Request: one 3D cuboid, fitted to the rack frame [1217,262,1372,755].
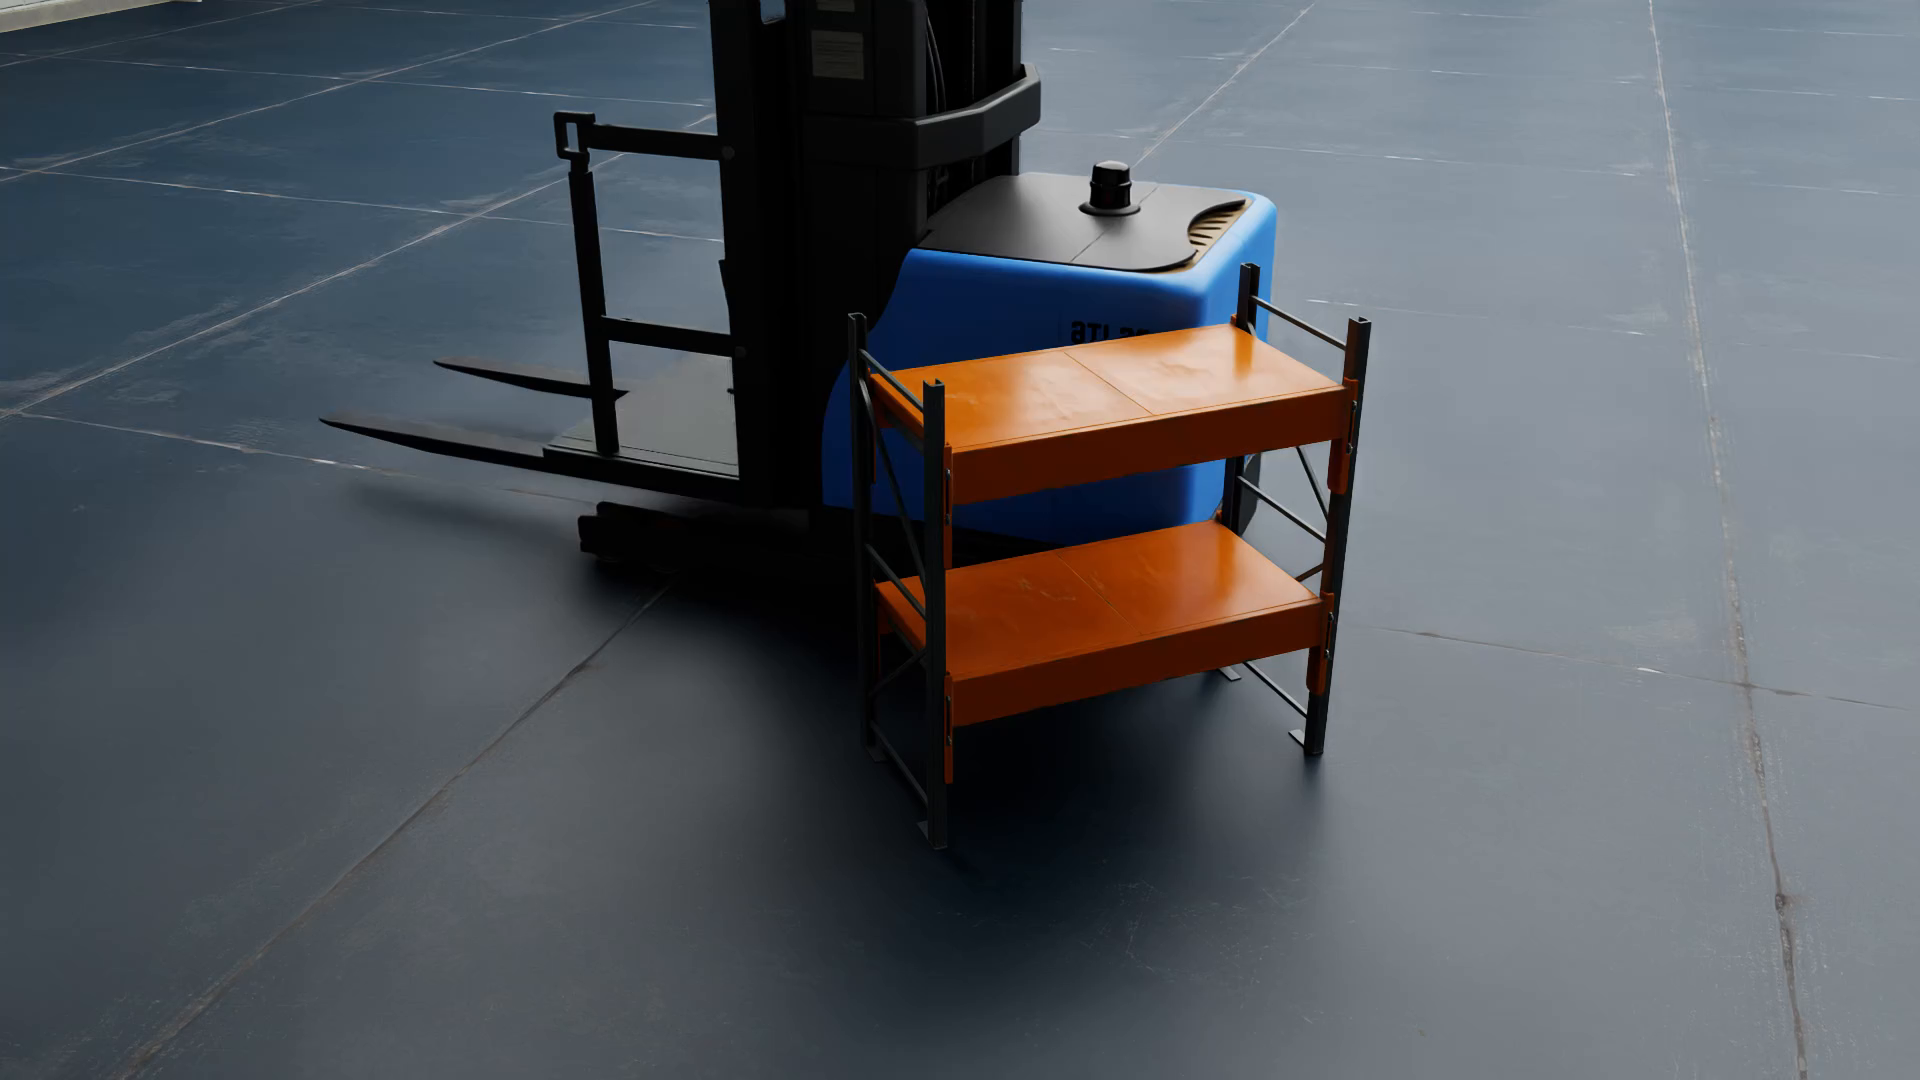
[{"bbox_3d":[0.796,-0.072,4.109,0.032,1.125,0.500,-10,28,-20],"label":"rack frame"}]

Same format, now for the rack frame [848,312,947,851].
[{"bbox_3d":[-0.141,0.100,3.753,0.032,1.125,0.500,-10,28,-20],"label":"rack frame"}]

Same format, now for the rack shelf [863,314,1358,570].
[{"bbox_3d":[0.328,-0.250,3.803,1.000,0.278,0.538,-10,28,-20],"label":"rack shelf"}]

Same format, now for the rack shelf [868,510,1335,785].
[{"bbox_3d":[0.328,0.234,4.038,1.000,0.278,0.538,-10,28,-20],"label":"rack shelf"}]

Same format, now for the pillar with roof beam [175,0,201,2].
[{"bbox_3d":[-3.271,-8.647,12.783,9.100,9.000,0.400,9,27,17],"label":"pillar with roof beam"}]

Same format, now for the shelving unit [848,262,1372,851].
[{"bbox_3d":[0.328,0.014,3.931,1.048,1.125,0.538,-10,28,-20],"label":"shelving unit"}]

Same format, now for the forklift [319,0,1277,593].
[{"bbox_3d":[-0.624,-1.419,4.817,3.031,2.935,1.130,10,27,19],"label":"forklift"}]
